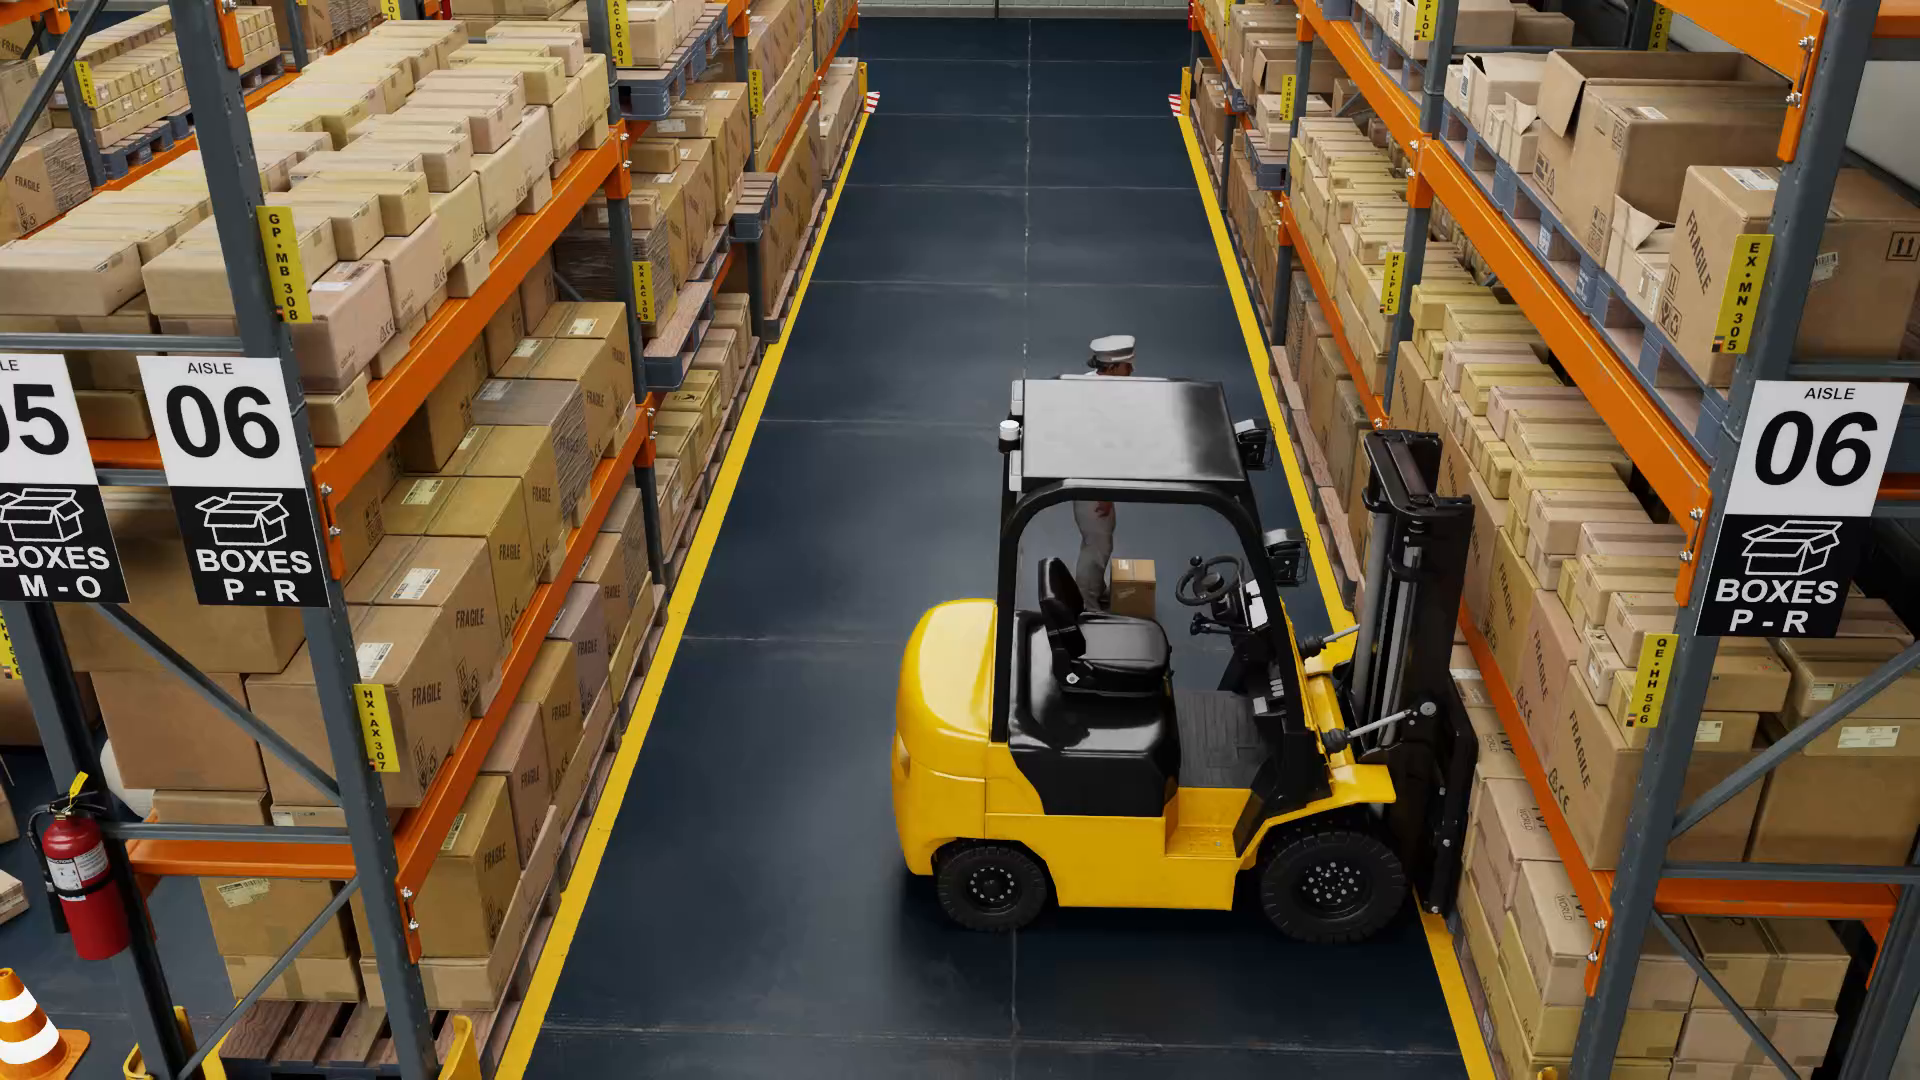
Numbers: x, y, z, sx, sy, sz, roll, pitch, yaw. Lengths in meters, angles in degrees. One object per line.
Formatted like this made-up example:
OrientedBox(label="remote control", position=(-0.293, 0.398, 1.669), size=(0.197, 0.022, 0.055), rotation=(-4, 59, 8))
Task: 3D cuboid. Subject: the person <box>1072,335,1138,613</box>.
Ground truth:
OrientedBox(label="person", position=(0.771, -0.337, 9.253), size=(0.415, 1.658, 0.506), rotation=(1, 28, 2))
